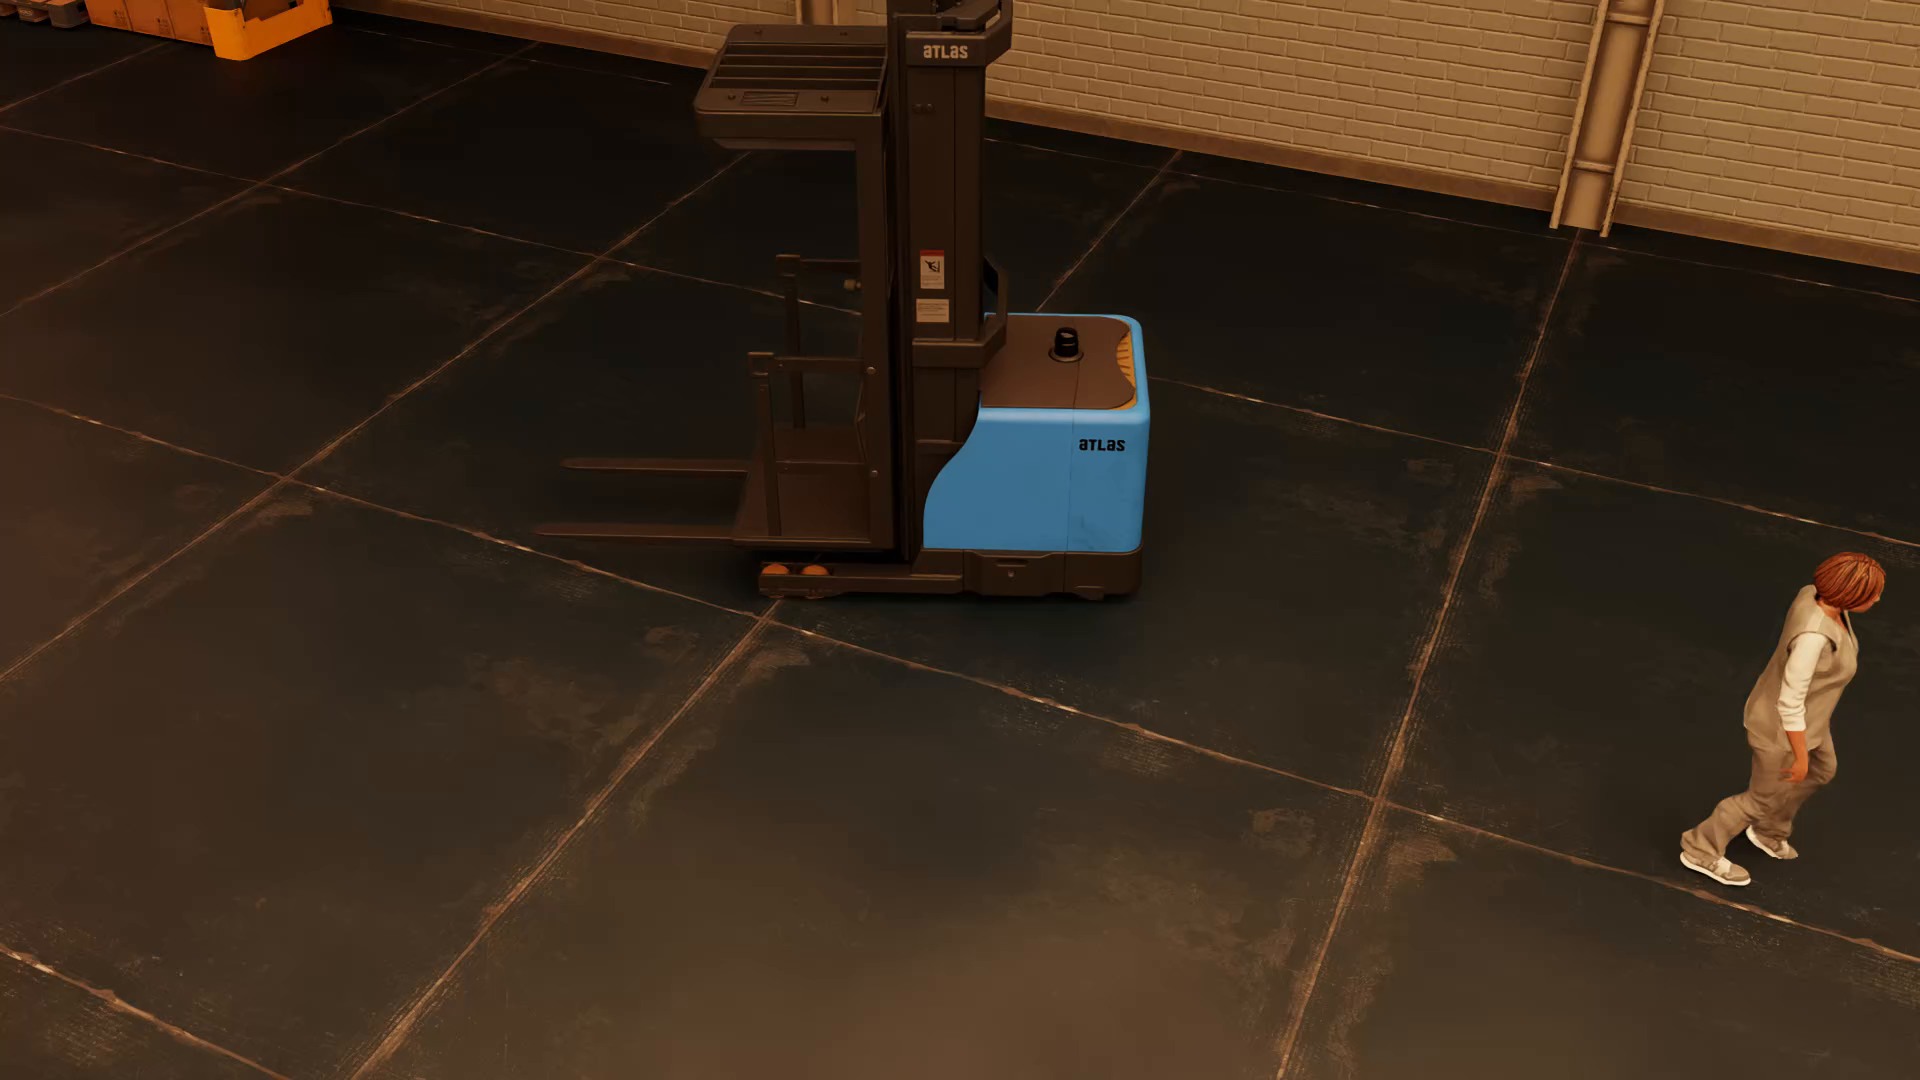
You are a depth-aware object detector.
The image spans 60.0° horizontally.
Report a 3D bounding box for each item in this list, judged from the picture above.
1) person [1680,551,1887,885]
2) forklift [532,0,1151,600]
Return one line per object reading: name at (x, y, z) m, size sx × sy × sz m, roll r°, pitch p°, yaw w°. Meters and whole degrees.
person at (3.141, 0.715, 6.297) m, size 0.459 × 1.628 × 0.510 m, roll 17°, pitch 39°, yaw 22°
forklift at (-0.608, -1.208, 7.780) m, size 3.031 × 2.935 × 1.130 m, roll 1°, pitch 36°, yaw 2°
